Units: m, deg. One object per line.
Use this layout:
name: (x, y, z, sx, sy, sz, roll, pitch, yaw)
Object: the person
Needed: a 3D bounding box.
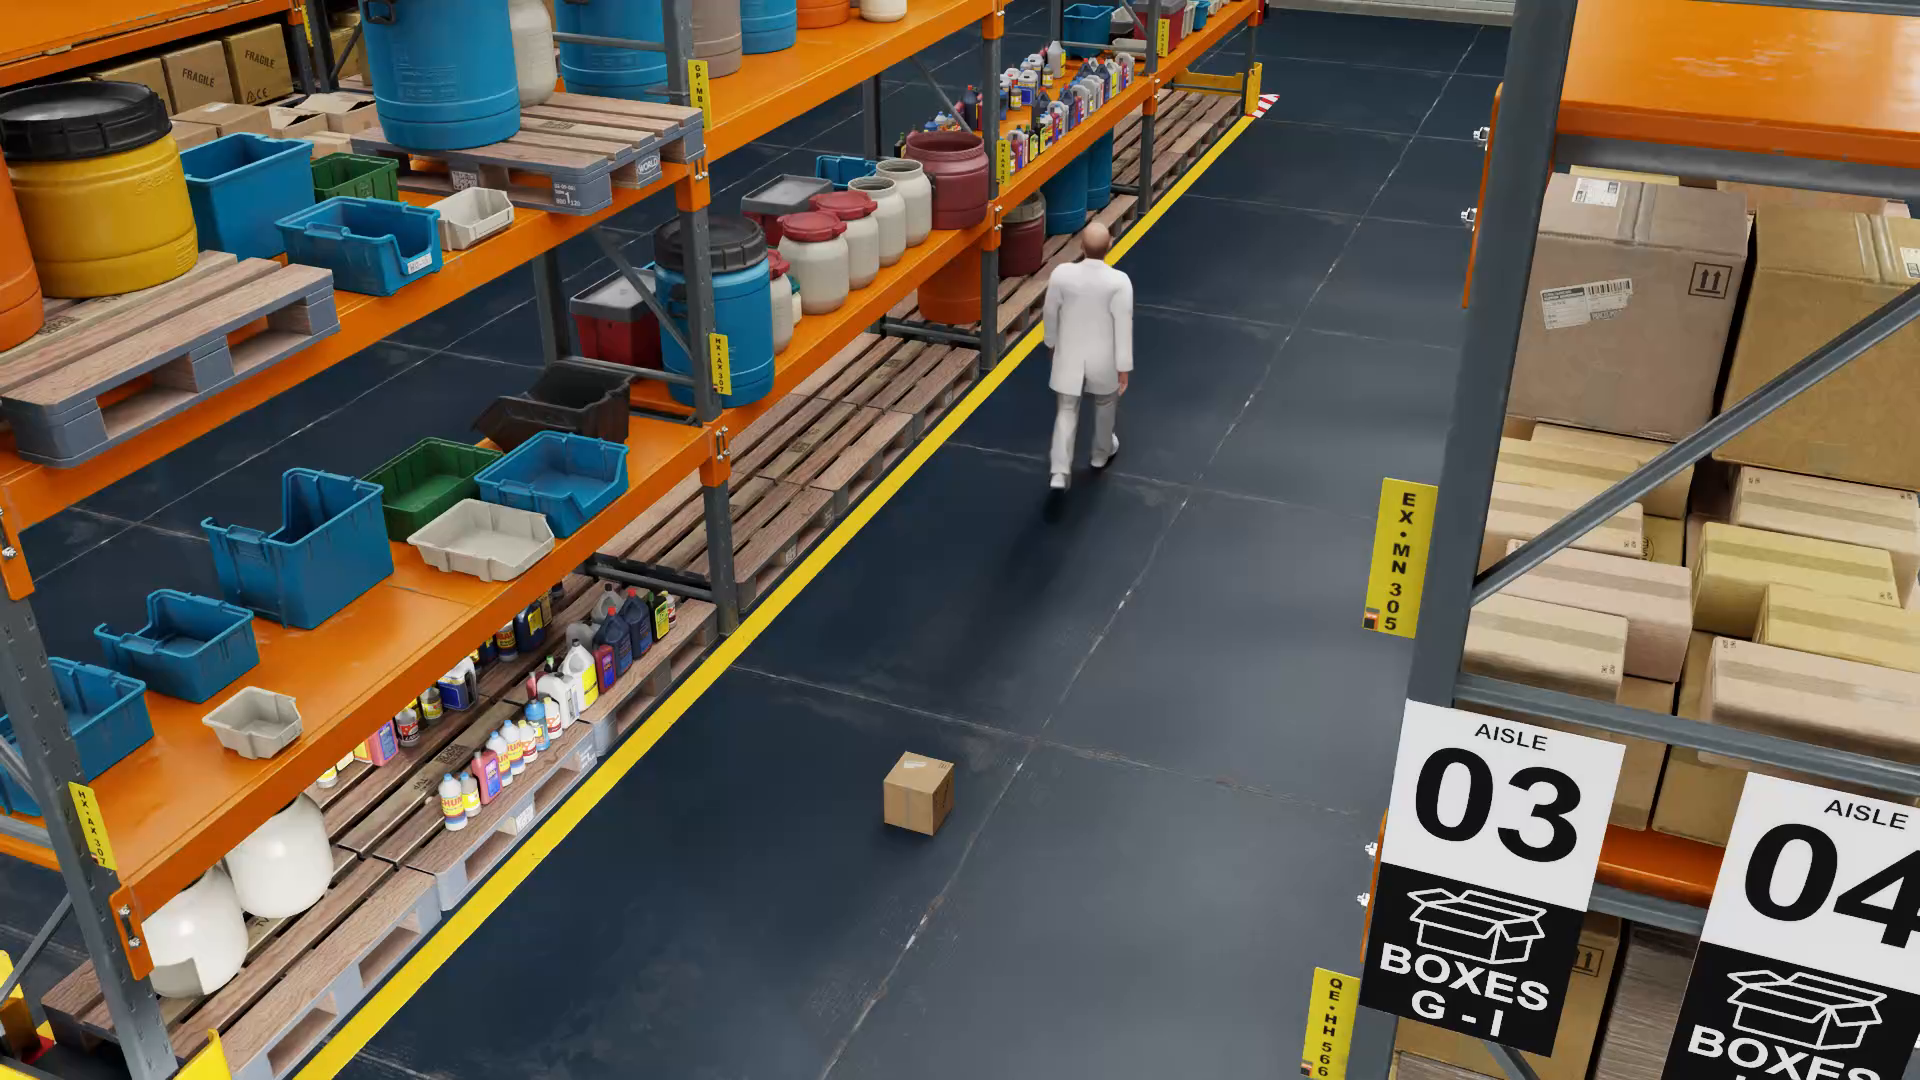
person: (0.809, -1.169, 10.499, 0.619, 1.739, 1.051, 7, 30, 13)
